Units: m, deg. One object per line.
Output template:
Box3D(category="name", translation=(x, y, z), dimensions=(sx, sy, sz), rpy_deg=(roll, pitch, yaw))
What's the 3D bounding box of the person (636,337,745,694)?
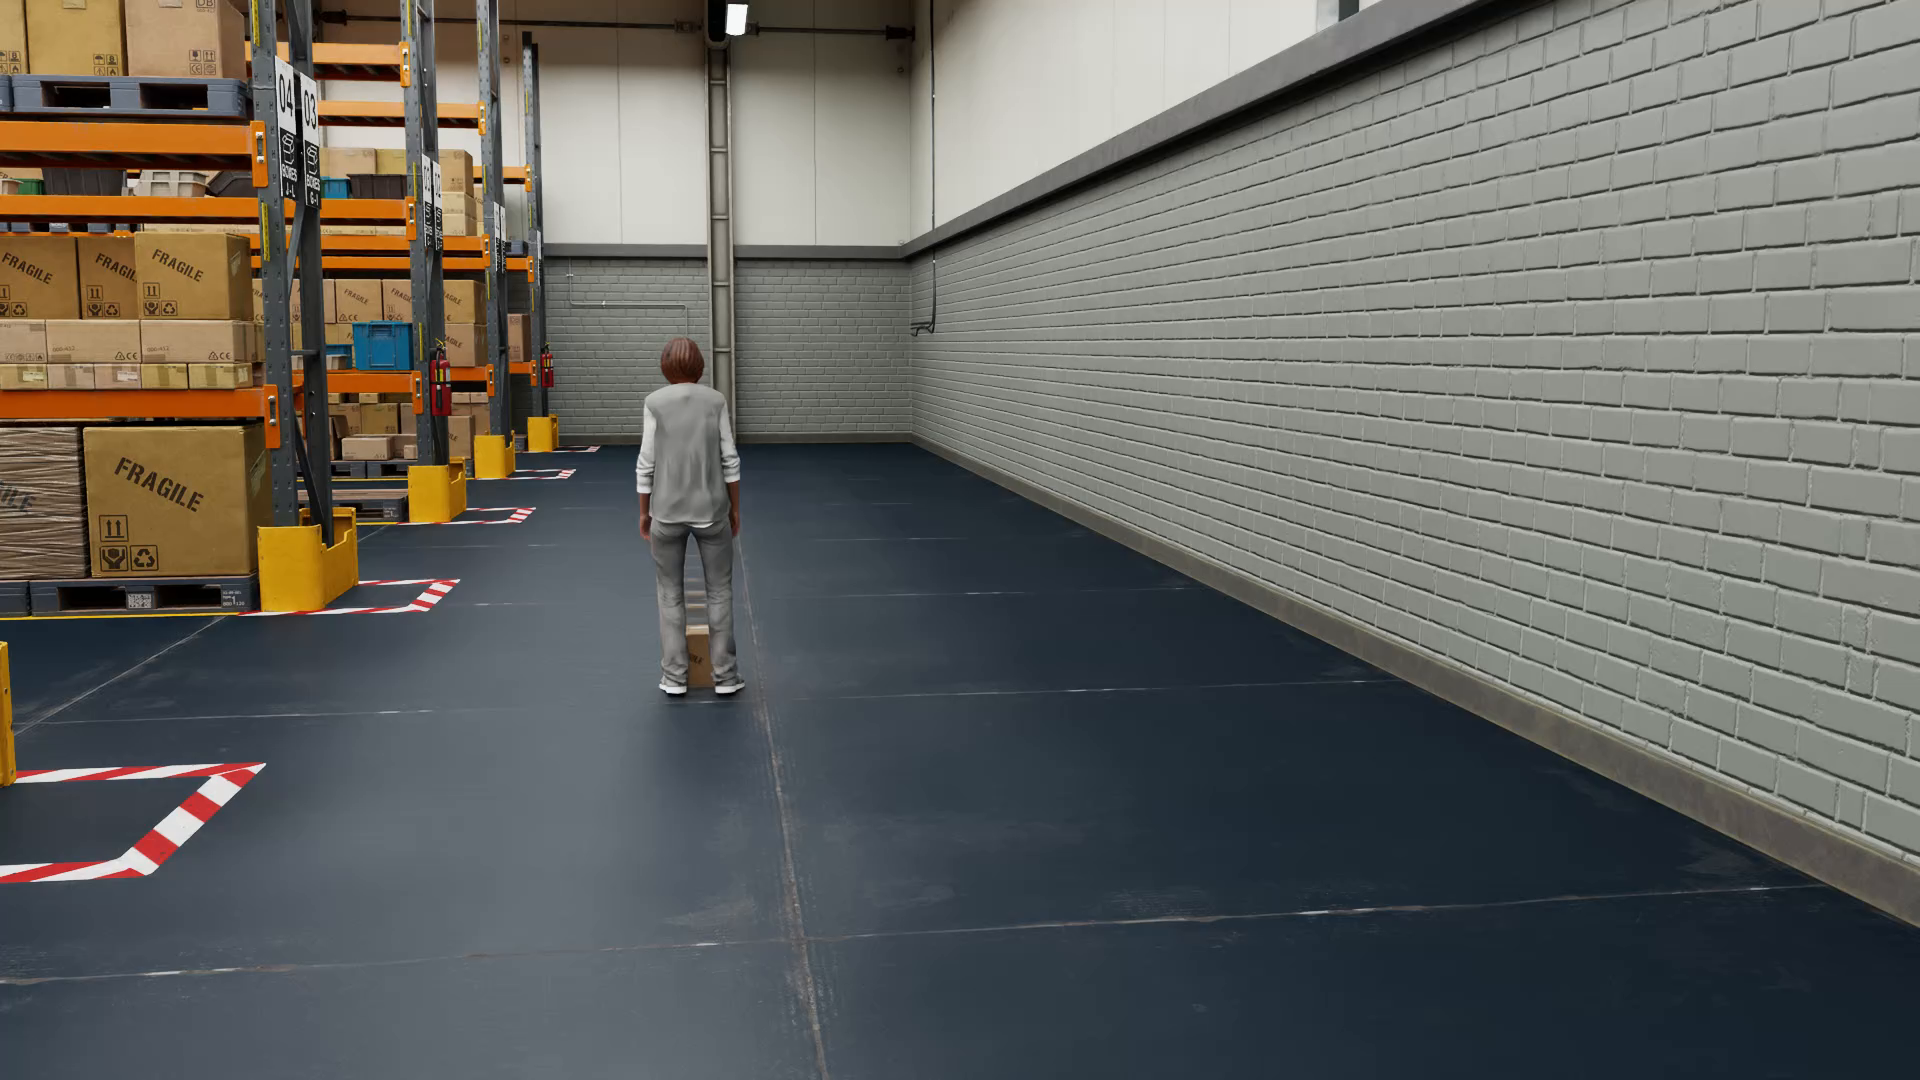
Box3D(category="person", translation=(-1.201, -0.101, 7.397), dimensions=(0.467, 1.590, 0.376), rpy_deg=(-1, 7, -11))
